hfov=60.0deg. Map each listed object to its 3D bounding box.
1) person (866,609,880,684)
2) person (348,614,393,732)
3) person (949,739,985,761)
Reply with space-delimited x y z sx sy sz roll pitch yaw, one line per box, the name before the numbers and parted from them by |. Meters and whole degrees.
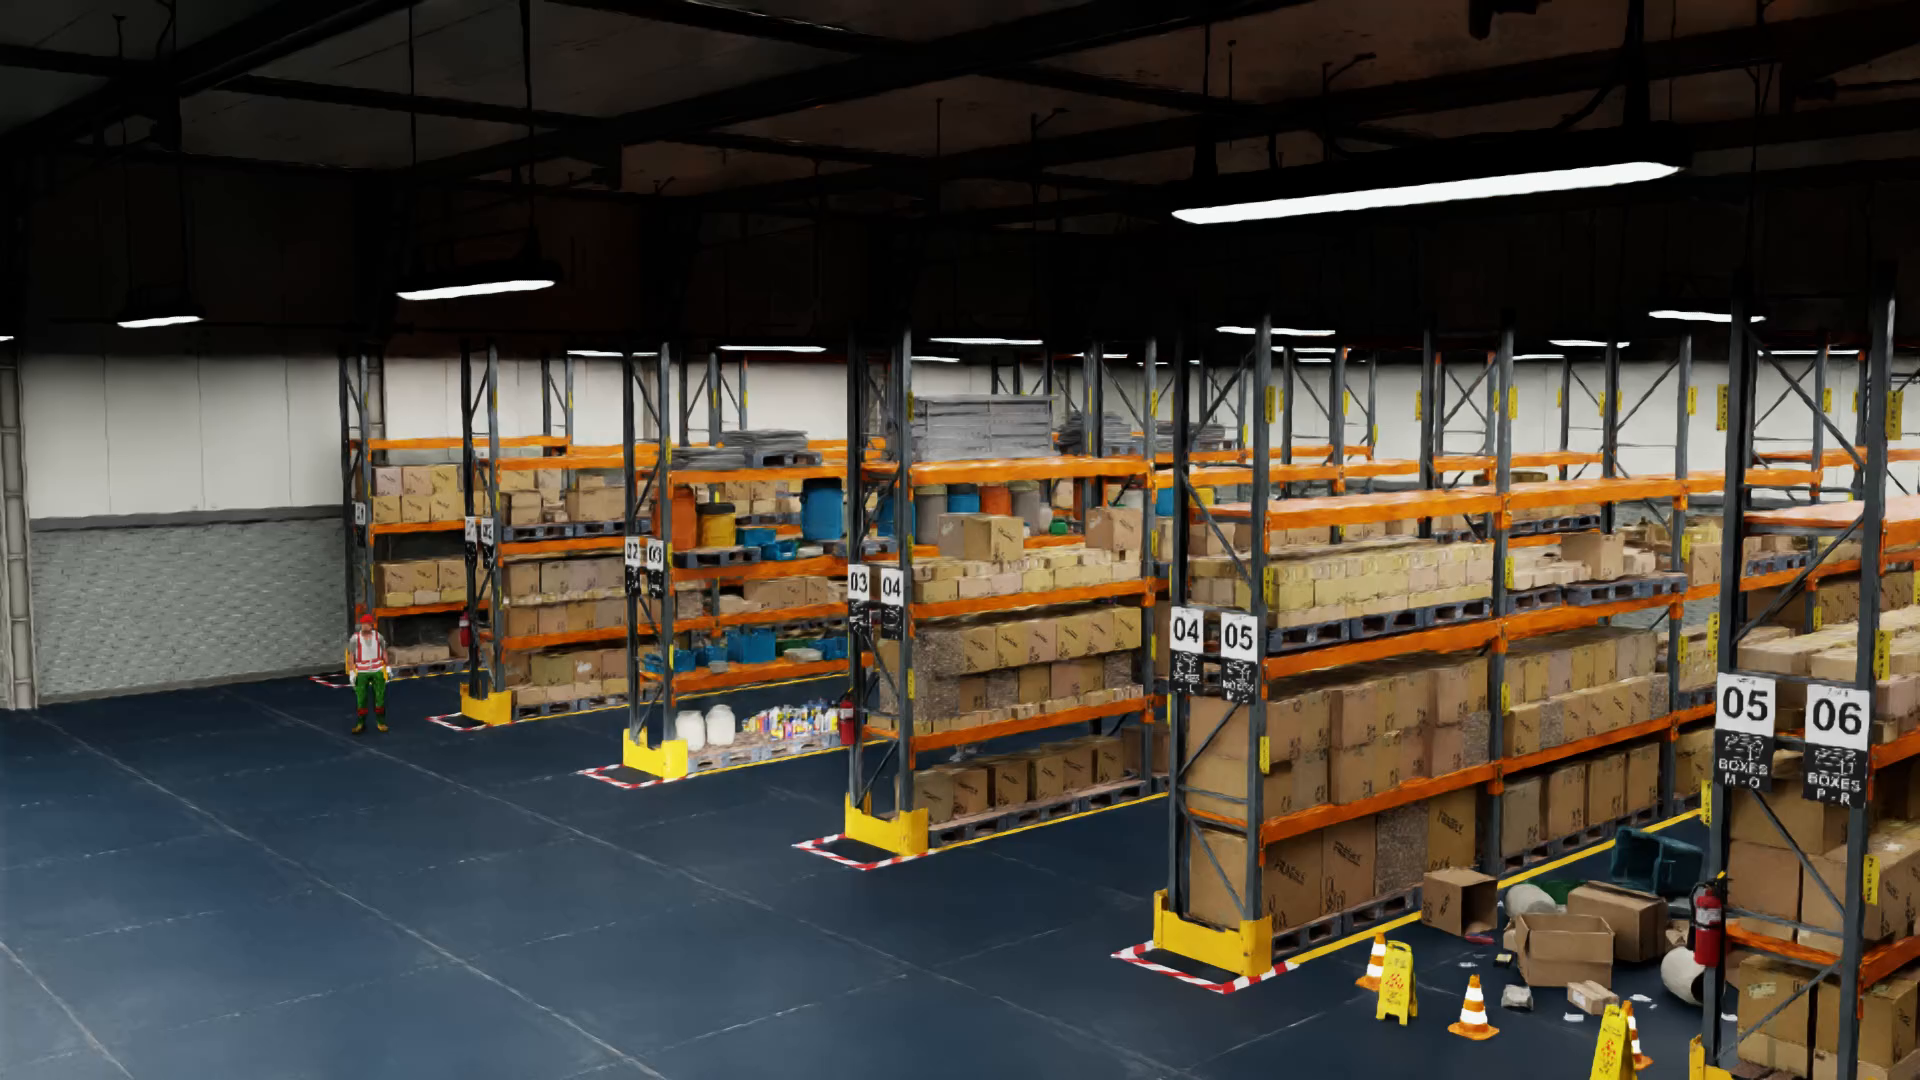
person | -1.577 1.712 29.420 0.511 1.598 1.057 4 7 39
person | -8.923 2.003 25.178 0.633 1.787 0.395 -3 6 -29
person | 0.057 2.234 23.519 0.867 1.666 0.686 -4 6 -36
